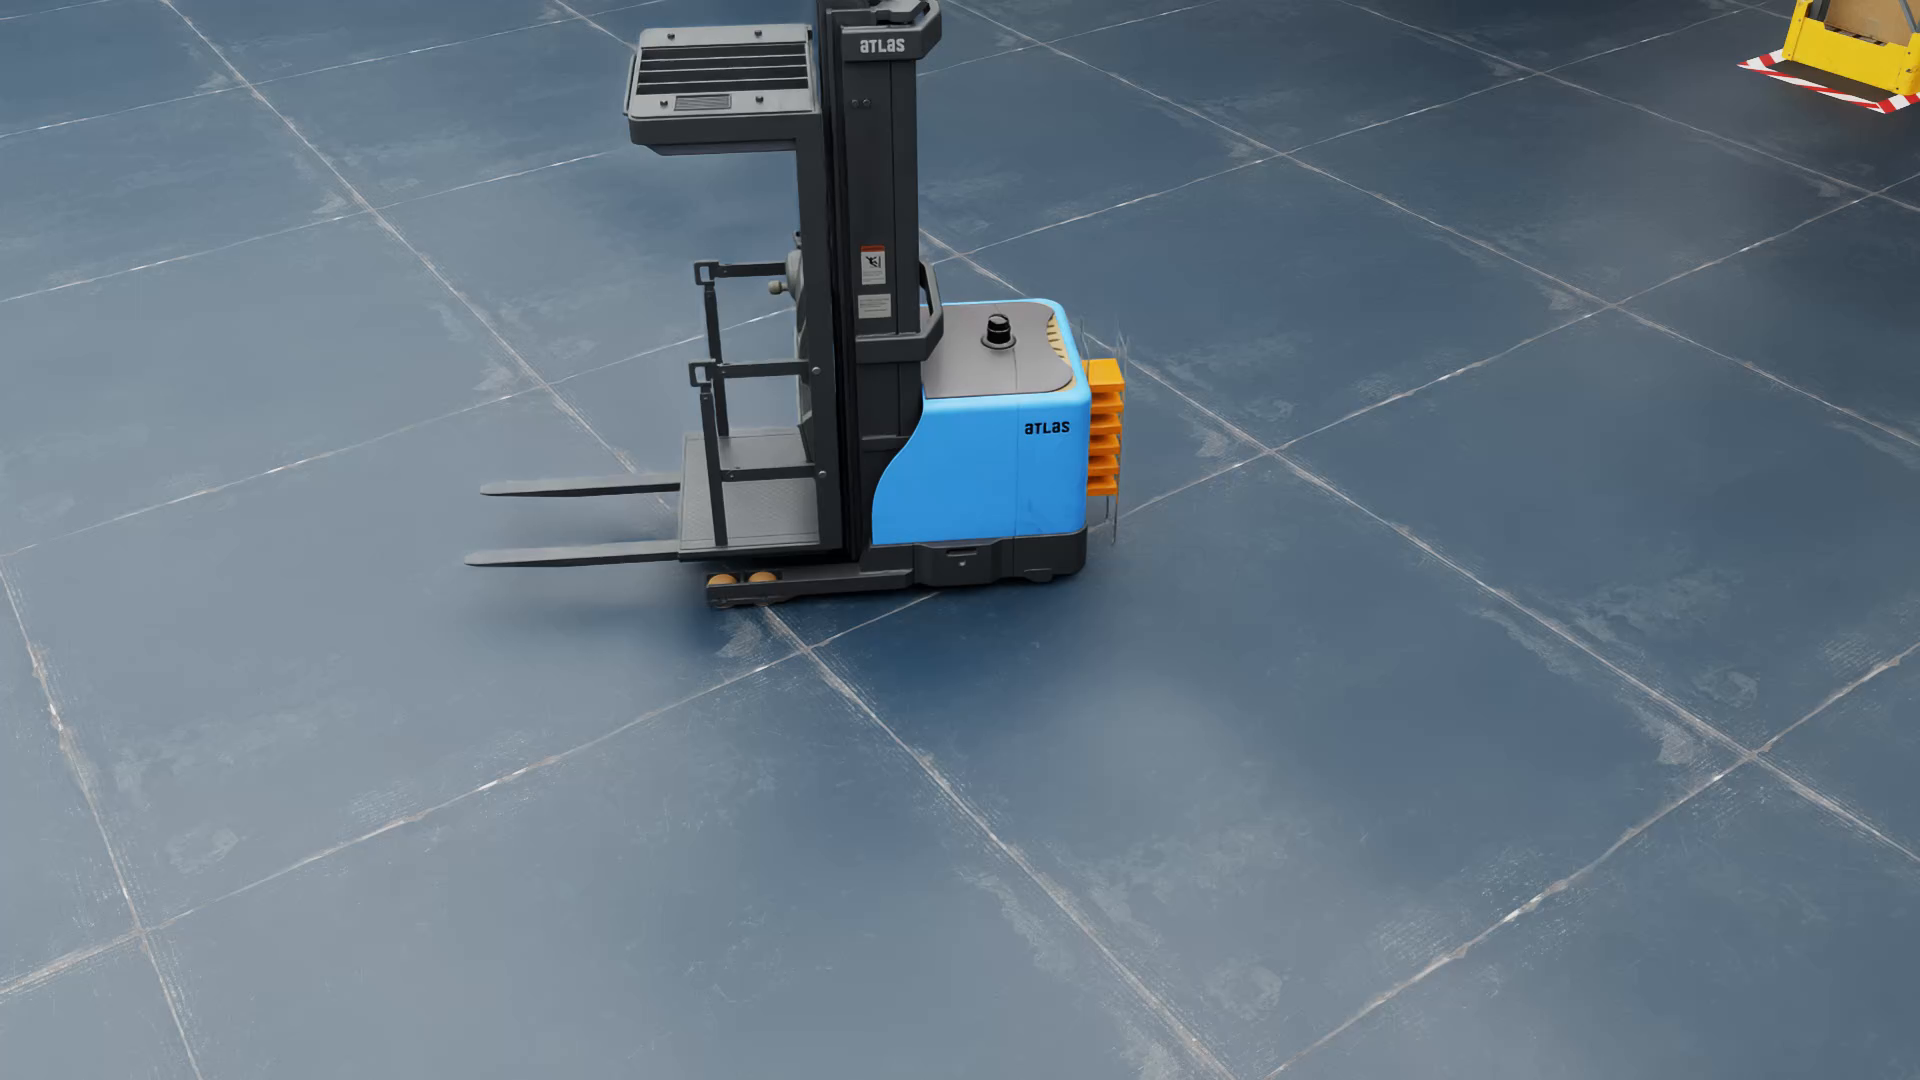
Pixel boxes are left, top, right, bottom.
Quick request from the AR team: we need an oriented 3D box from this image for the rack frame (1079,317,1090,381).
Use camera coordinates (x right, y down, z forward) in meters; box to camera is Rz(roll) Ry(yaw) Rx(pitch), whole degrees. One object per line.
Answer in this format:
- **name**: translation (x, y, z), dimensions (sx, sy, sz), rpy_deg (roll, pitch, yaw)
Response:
- **rack frame**: translation (0.598, -0.518, 8.256), dimensions (0.006, 1.200, 0.240), rpy_deg (-4, 36, -5)

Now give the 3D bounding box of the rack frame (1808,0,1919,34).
- **rack frame**: translation (7.570, -5.187, 13.206), dimensions (0.127, 3.000, 1.000), rpy_deg (-22, 41, -28)

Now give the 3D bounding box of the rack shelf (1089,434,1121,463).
- **rack shelf**: translation (0.689, -0.488, 8.290), dimensions (0.180, 0.103, 0.258), rpy_deg (-4, 36, -5)

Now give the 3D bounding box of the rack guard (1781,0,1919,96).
- **rack guard**: translation (7.550, -4.164, 13.925), dimensions (0.348, 0.500, 1.175), rpy_deg (-22, 41, -28)

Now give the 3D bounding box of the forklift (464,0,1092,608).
- **forklift**: translation (-0.925, -1.183, 7.697), dimensions (3.031, 2.935, 1.130), rpy_deg (-4, 36, -5)

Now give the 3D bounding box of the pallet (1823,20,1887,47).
- **pallet**: translation (8.179, -4.361, 14.446), dimensions (1.213, 0.211, 1.003), rpy_deg (-22, 41, -28)

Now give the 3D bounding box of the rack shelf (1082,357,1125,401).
- **rack shelf**: translation (0.689, -0.780, 8.080), dimensions (0.180, 0.103, 0.258), rpy_deg (-4, 36, -5)

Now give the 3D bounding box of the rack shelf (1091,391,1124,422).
- **rack shelf**: translation (0.689, -0.683, 8.150), dimensions (0.180, 0.103, 0.258), rpy_deg (-4, 36, -5)

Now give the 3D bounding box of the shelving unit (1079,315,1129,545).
- **shelving unit**: translation (0.689, -0.524, 8.264), dimensions (0.189, 1.200, 0.258), rpy_deg (-4, 36, -5)

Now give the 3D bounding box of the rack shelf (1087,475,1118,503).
- **rack shelf**: translation (0.689, -0.293, 8.430), dimensions (0.180, 0.103, 0.258), rpy_deg (-4, 36, -5)

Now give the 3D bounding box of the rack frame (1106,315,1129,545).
- **rack frame**: translation (0.780, -0.529, 8.272), dimensions (0.006, 1.200, 0.240), rpy_deg (-4, 36, -5)

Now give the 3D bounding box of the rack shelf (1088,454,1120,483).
- **rack shelf**: translation (0.689, -0.390, 8.360), dimensions (0.180, 0.103, 0.258), rpy_deg (-4, 36, -5)

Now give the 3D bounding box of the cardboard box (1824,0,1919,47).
- **cardboard box**: translation (8.086, -4.754, 14.065), dimensions (0.875, 0.875, 0.875), rpy_deg (-22, 41, -28)

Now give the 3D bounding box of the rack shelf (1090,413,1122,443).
- **rack shelf**: translation (0.689, -0.585, 8.220), dimensions (0.180, 0.103, 0.258), rpy_deg (-4, 36, -5)
